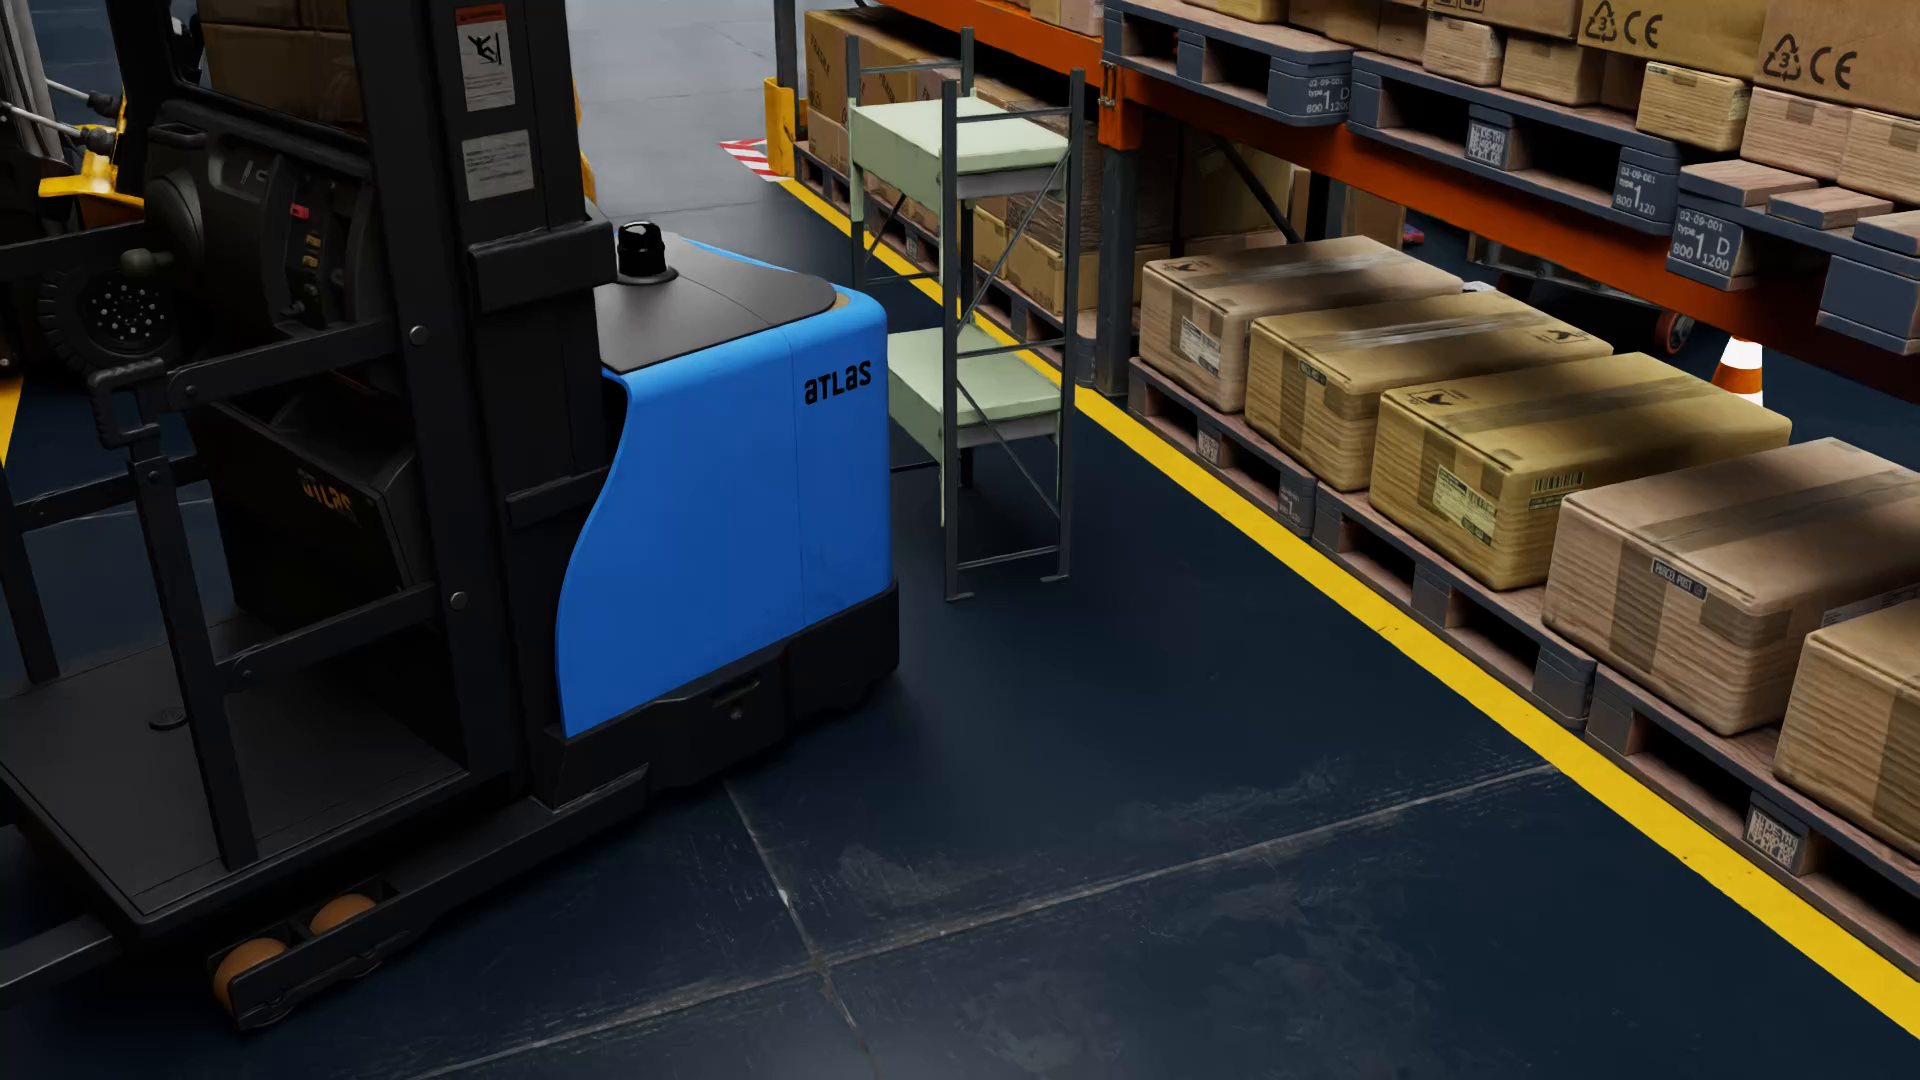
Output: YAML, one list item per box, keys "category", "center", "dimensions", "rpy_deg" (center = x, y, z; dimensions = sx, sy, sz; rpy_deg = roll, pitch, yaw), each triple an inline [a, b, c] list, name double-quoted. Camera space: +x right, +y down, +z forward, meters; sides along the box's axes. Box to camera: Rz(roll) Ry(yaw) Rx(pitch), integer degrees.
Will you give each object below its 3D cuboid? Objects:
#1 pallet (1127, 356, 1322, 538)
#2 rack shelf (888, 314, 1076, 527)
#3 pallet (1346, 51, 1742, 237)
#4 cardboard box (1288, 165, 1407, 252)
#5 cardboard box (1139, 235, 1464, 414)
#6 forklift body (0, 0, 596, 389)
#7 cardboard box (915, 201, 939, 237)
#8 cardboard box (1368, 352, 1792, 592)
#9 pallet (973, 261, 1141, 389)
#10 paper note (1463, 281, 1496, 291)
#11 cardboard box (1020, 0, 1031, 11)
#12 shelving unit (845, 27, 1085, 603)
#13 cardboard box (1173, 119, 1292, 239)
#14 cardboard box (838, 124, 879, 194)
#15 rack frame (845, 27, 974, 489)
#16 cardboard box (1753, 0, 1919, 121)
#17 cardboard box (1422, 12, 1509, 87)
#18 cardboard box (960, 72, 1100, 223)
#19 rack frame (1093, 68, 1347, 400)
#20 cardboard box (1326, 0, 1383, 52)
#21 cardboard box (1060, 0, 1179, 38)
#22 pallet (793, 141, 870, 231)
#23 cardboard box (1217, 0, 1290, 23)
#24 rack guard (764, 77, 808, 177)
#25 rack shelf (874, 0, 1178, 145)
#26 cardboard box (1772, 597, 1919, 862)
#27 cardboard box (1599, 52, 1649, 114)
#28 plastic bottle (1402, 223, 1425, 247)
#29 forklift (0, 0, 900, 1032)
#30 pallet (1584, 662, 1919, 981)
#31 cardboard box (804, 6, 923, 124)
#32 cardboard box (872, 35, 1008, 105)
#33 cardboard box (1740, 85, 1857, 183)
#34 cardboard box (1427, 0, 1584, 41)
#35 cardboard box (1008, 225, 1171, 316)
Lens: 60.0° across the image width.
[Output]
- category: "pallet"
  center: [1.308, -0.426, 5.881]
  dimensions: [1.003, 0.211, 1.213]
  rpy_deg: [-11, 28, -21]
- category: "rack shelf"
  center: [-0.003, -0.384, 5.069]
  dimensions: [0.431, 0.370, 0.720]
  rpy_deg: [-11, 28, -21]
- category: "pallet"
  center: [1.755, -1.084, 4.270]
  dimensions: [1.003, 0.211, 1.213]
  rpy_deg: [-11, 28, -21]
- category: "cardboard box"
  center: [1.834, -1.537, 7.825]
  dimensions: [0.500, 0.500, 0.500]
  rpy_deg: [8, 27, 15]
- category: "cardboard box"
  center: [1.209, -0.789, 5.964]
  dimensions: [0.950, 0.372, 0.625]
  rpy_deg: [-10, 28, -20]
- category: "forklift body"
  center: [-2.710, -1.920, 6.731]
  dimensions: [2.313, 2.155, 1.214]
  rpy_deg: [-11, 28, -21]
- category: "cardboard box"
  center: [0.110, -1.558, 7.677]
  dimensions: [0.500, 0.250, 0.500]
  rpy_deg: [-10, 28, -20]
- category: "cardboard box"
  center: [1.768, -0.219, 4.797]
  dimensions: [0.950, 0.372, 0.625]
  rpy_deg: [-10, 28, -19]
- category: "pallet"
  center: [0.706, -1.005, 7.067]
  dimensions: [1.003, 0.211, 1.213]
  rpy_deg: [-11, 28, -21]
- category: "paper note"
  center: [2.364, -1.166, 7.603]
  dimensions: [0.148, 0.019, 0.142]
  rpy_deg: [-11, 28, -21]
- category: "cardboard box"
  center: [0.461, -2.176, 6.573]
  dimensions: [0.380, 0.149, 0.250]
  rpy_deg: [-10, 28, -20]
- category: "shelving unit"
  center: [-0.003, -0.677, 4.926]
  dimensions: [0.431, 1.500, 0.755]
  rpy_deg: [-11, 28, -21]
- category: "cardboard box"
  center: [1.019, -1.568, 6.842]
  dimensions: [0.500, 0.500, 0.500]
  rpy_deg: [-9, 27, -18]
- category: "cardboard box"
  center: [-0.311, -1.980, 8.542]
  dimensions: [0.500, 0.250, 0.500]
  rpy_deg: [-10, 28, -19]
- category: "rack frame"
  center: [-0.146, -0.824, 5.229]
  dimensions: [0.400, 1.500, 0.023]
  rpy_deg: [-11, 28, -21]
- category: "cardboard box"
  center: [1.922, -1.088, 3.128]
  dimensions: [0.500, 0.500, 0.500]
  rpy_deg: [-11, 28, -21]
- category: "cardboard box"
  center: [1.412, -1.260, 4.220]
  dimensions: [0.380, 0.149, 0.250]
  rpy_deg: [-9, 28, -19]
- category: "cardboard box"
  center: [0.322, -1.681, 7.074]
  dimensions: [0.500, 0.500, 0.500]
  rpy_deg: [-10, 28, -20]
- category: "rack frame"
  center: [1.001, -1.993, 5.913]
  dimensions: [1.000, 3.000, 0.127]
  rpy_deg: [-11, 28, -21]
- category: "cardboard box"
  center: [1.260, -1.477, 4.663]
  dimensions: [0.380, 0.149, 0.250]
  rpy_deg: [-10, 28, -20]
- category: "cardboard box"
  center: [0.595, -1.957, 6.126]
  dimensions: [0.380, 0.149, 0.250]
  rpy_deg: [-11, 28, -21]
- category: "pallet"
  center: [-0.250, -1.990, 9.085]
  dimensions: [1.003, 0.211, 1.213]
  rpy_deg: [-11, 28, -21]
- category: "cardboard box"
  center: [1.017, -1.689, 5.098]
  dimensions: [0.380, 0.149, 0.250]
  rpy_deg: [-10, 28, -20]
- category: "rack guard"
  center: [-0.535, -2.454, 9.706]
  dimensions: [1.175, 0.500, 0.348]
  rpy_deg: [-11, 28, -21]
- category: "rack shelf"
  center: [0.218, -2.477, 7.724]
  dimensions: [1.077, 0.370, 4.000]
  rpy_deg: [-11, 28, -21]
- category: "cardboard box"
  center: [2.356, 0.384, 3.561]
  dimensions: [0.950, 0.372, 0.625]
  rpy_deg: [-13, 29, -24]
- category: "cardboard box"
  center: [1.717, -1.070, 3.831]
  dimensions: [0.380, 0.149, 0.250]
  rpy_deg: [-10, 28, -20]
- category: "plastic bottle"
  center: [2.222, -1.516, 8.284]
  dimensions: [0.133, 0.061, 0.283]
  rpy_deg: [-6, 27, -12]
- category: "forklift"
  center: [-1.544, -0.613, 3.164]
  dimensions: [1.130, 2.935, 3.031]
  rpy_deg: [23, 34, 39]
- category: "pallet"
  center: [2.263, 0.559, 3.864]
  dimensions: [1.003, 0.211, 1.213]
  rpy_deg: [-11, 28, -21]
- category: "cardboard box"
  center: [-0.494, -2.515, 8.783]
  dimensions: [0.500, 0.500, 0.500]
  rpy_deg: [-12, 28, -22]
- category: "cardboard box"
  center: [-0.096, -2.101, 7.935]
  dimensions: [0.500, 0.500, 0.500]
  rpy_deg: [-10, 28, -20]
- category: "cardboard box"
  center: [1.820, -0.839, 3.356]
  dimensions: [0.380, 0.149, 0.250]
  rpy_deg: [-12, 28, -23]
- category: "cardboard box"
  center: [1.510, -1.512, 3.996]
  dimensions: [0.500, 0.500, 0.500]
  rpy_deg: [-12, 28, -23]
- category: "cardboard box"
  center: [0.523, -1.138, 6.818]
  dimensions: [0.500, 0.250, 0.500]
  rpy_deg: [-9, 28, -18]
